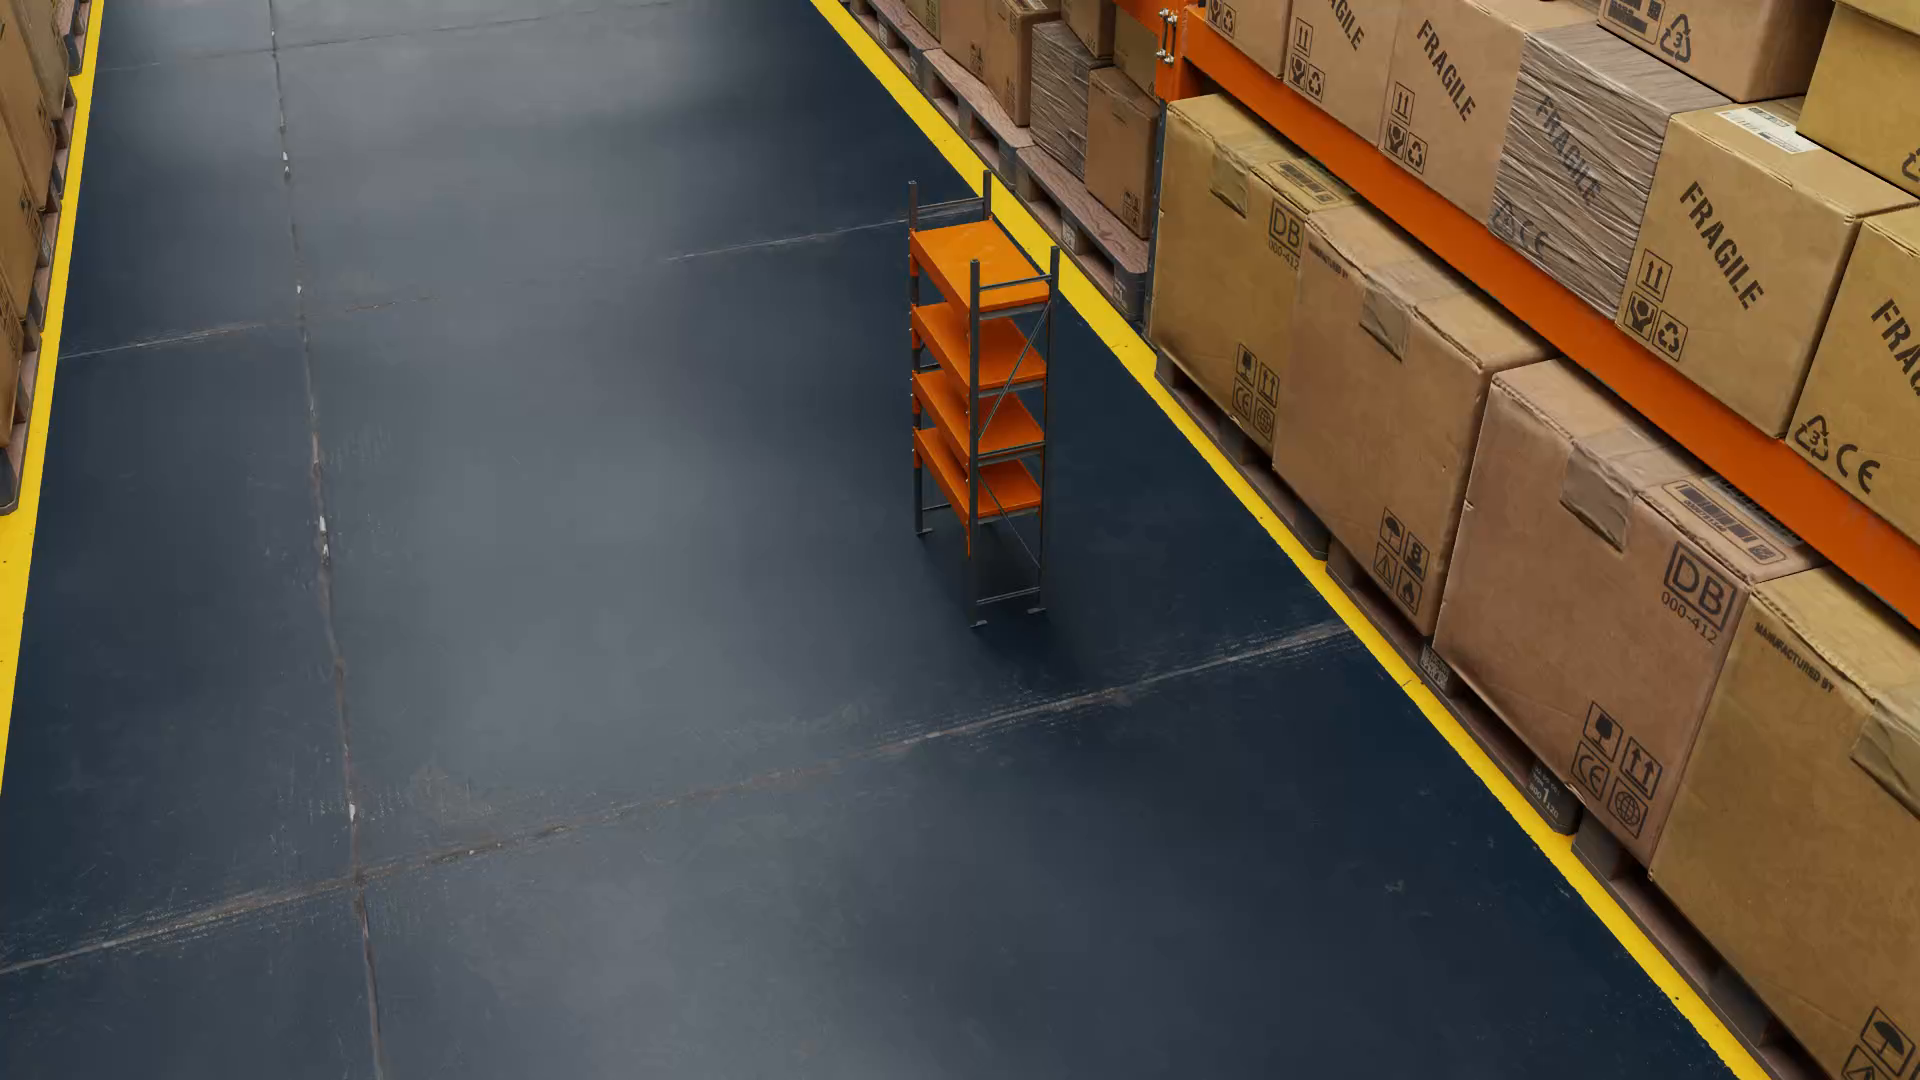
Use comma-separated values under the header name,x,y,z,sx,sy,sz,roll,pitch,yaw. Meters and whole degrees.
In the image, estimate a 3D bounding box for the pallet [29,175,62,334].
name,x,y,z,sx,sy,sz,roll,pitch,yaw
pallet,-4.135,-1.095,6.528,1.003,0.211,1.213,-12,39,-16

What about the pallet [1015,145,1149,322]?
name,x,y,z,sx,sy,sz,roll,pitch,yaw
pallet,0.906,-1.357,6.876,1.003,0.211,1.213,-12,39,-16

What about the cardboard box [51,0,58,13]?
name,x,y,z,sx,sy,sz,roll,pitch,yaw
cardboard box,-5.046,-3.008,8.167,0.875,0.875,0.875,-12,39,-15

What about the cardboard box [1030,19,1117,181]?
name,x,y,z,sx,sy,sz,roll,pitch,yaw
cardboard box,0.721,-1.891,6.980,0.700,0.500,0.500,-16,40,-20

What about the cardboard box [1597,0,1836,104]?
name,x,y,z,sx,sy,sz,roll,pitch,yaw
cardboard box,1.868,-1.307,3.575,0.797,0.503,0.637,-11,38,-14

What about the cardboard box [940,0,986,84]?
name,x,y,z,sx,sy,sz,roll,pitch,yaw
cardboard box,0.327,-2.525,7.822,0.700,0.500,0.500,-16,40,-20

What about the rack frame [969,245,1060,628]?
name,x,y,z,sx,sy,sz,roll,pitch,yaw
rack frame,0.141,-0.248,4.582,0.240,1.200,0.015,-12,39,-16

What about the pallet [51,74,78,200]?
name,x,y,z,sx,sy,sz,roll,pitch,yaw
pallet,-4.559,-1.785,7.444,1.003,0.211,1.213,-12,39,-16

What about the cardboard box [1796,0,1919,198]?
name,x,y,z,sx,sy,sz,roll,pitch,yaw
cardboard box,2.097,-0.959,3.114,0.797,0.503,0.637,-12,39,-15

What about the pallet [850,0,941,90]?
name,x,y,z,sx,sy,sz,roll,pitch,yaw
pallet,0.066,-2.735,8.706,1.003,0.211,1.213,-12,39,-16

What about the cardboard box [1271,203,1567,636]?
name,x,y,z,sx,sy,sz,roll,pitch,yaw
cardboard box,1.691,-0.449,4.770,1.225,0.875,0.875,-12,39,-16

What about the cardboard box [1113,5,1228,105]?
name,x,y,z,sx,sy,sz,roll,pitch,yaw
cardboard box,0.914,-1.878,6.339,0.500,0.250,0.500,-11,38,-14

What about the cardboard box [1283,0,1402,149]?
name,x,y,z,sx,sy,sz,roll,pitch,yaw
cardboard box,1.265,-1.447,4.595,0.500,0.500,0.500,-13,39,-17

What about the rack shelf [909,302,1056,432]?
name,x,y,z,sx,sy,sz,roll,pitch,yaw
rack shelf,0.057,-0.511,4.671,0.258,0.148,0.480,-12,39,-16

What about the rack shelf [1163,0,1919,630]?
name,x,y,z,sx,sy,sz,roll,pitch,yaw
rack shelf,1.861,-0.612,4.167,1.077,0.370,4.000,-12,39,-16

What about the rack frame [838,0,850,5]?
name,x,y,z,sx,sy,sz,roll,pitch,yaw
rack frame,-0.203,-4.289,8.451,1.000,3.000,0.127,-12,39,-16

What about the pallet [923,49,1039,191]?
name,x,y,z,sx,sy,sz,roll,pitch,yaw
pallet,0.490,-2.045,7.790,1.003,0.211,1.213,-12,39,-16

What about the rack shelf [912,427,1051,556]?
name,x,y,z,sx,sy,sz,roll,pitch,yaw
rack shelf,0.057,-0.173,4.925,0.258,0.148,0.480,-12,39,-16

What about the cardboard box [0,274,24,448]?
name,x,y,z,sx,sy,sz,roll,pitch,yaw
cardboard box,-3.644,-0.691,5.195,1.050,0.750,0.750,-13,39,-17

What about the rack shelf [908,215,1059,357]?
name,x,y,z,sx,sy,sz,roll,pitch,yaw
rack shelf,0.057,-0.700,4.528,0.258,0.148,0.480,-12,39,-16

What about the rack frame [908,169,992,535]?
name,x,y,z,sx,sy,sz,roll,pitch,yaw
rack frame,-0.027,-0.524,4.948,0.240,1.200,0.015,-12,39,-16

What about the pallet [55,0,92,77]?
name,x,y,z,sx,sy,sz,roll,pitch,yaw
pallet,-5.083,-2.651,8.594,1.003,0.211,1.213,-12,39,-16

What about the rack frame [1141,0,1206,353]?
name,x,y,z,sx,sy,sz,roll,pitch,yaw
rack frame,1.173,-2.029,5.451,1.000,3.000,0.127,-12,39,-16

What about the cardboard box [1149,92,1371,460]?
name,x,y,z,sx,sy,sz,roll,pitch,yaw
cardboard box,1.391,-0.954,5.440,1.225,0.875,0.875,-14,39,-18

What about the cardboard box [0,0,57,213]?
name,x,y,z,sx,sy,sz,roll,pitch,yaw
cardboard box,-4.269,-1.710,6.548,1.050,0.750,0.750,-12,39,-16

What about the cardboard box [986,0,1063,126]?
name,x,y,z,sx,sy,sz,roll,pitch,yaw
cardboard box,0.519,-2.210,7.403,0.700,0.500,0.500,-9,38,-12

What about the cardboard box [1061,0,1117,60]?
name,x,y,z,sx,sy,sz,roll,pitch,yaw
cardboard box,0.722,-2.176,6.734,0.500,0.250,0.500,-8,38,-11

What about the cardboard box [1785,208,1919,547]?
name,x,y,z,sx,sy,sz,roll,pitch,yaw
cardboard box,1.968,-0.298,3.069,0.500,0.500,0.500,-11,38,-15

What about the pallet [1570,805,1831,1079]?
name,x,y,z,sx,sy,sz,roll,pitch,yaw
pallet,2.213,0.924,3.848,1.003,0.211,1.213,-12,39,-16

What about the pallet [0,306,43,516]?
name,x,y,z,sx,sy,sz,roll,pitch,yaw
pallet,-3.719,-0.406,5.614,1.003,0.211,1.213,-12,39,-16

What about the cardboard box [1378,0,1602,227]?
name,x,y,z,sx,sy,sz,roll,pitch,yaw
cardboard box,1.444,-1.159,4.212,0.500,0.500,0.500,-13,39,-17

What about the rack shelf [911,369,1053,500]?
name,x,y,z,sx,sy,sz,roll,pitch,yaw
rack shelf,0.057,-0.332,4.805,0.258,0.148,0.480,-12,39,-16

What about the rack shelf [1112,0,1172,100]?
name,x,y,z,sx,sy,sz,roll,pitch,yaw
rack shelf,0.485,-2.872,7.167,1.077,0.370,4.000,-12,39,-16

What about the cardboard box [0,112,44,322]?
name,x,y,z,sx,sy,sz,roll,pitch,yaw
cardboard box,-3.948,-1.184,5.850,1.050,0.750,0.750,-12,39,-15

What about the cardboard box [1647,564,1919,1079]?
name,x,y,z,sx,sy,sz,roll,pitch,yaw
cardboard box,2.311,0.554,3.438,1.225,0.875,0.875,-12,39,-16

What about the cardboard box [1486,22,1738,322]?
name,x,y,z,sx,sy,sz,roll,pitch,yaw
cardboard box,1.614,-0.876,3.836,0.500,0.500,0.500,-12,39,-16

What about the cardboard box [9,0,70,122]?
name,x,y,z,sx,sy,sz,roll,pitch,yaw
cardboard box,-4.597,-2.256,7.273,1.050,0.750,0.750,-13,39,-16

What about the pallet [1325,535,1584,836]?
name,x,y,z,sx,sy,sz,roll,pitch,yaw
pallet,1.790,0.234,4.764,1.003,0.211,1.213,-12,39,-16

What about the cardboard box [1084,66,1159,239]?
name,x,y,z,sx,sy,sz,roll,pitch,yaw
cardboard box,0.924,-1.581,6.567,0.700,0.500,0.500,-14,39,-18

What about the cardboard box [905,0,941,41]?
name,x,y,z,sx,sy,sz,roll,pitch,yaw
cardboard box,0.134,-2.841,8.241,0.700,0.500,0.500,-13,39,-16

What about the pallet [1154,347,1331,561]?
name,x,y,z,sx,sy,sz,roll,pitch,yaw
pallet,1.374,-0.454,5.678,1.003,0.211,1.213,-12,39,-16

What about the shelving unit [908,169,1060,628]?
name,x,y,z,sx,sy,sz,roll,pitch,yaw
shelving unit,0.057,-0.386,4.765,0.258,1.200,0.503,-12,39,-16

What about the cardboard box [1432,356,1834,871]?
name,x,y,z,sx,sy,sz,roll,pitch,yaw
cardboard box,2.002,0.049,4.108,1.225,0.875,0.875,-14,39,-18

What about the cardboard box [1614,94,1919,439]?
name,x,y,z,sx,sy,sz,roll,pitch,yaw
cardboard box,1.782,-0.592,3.459,0.500,0.500,0.500,-13,39,-16

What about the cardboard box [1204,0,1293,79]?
name,x,y,z,sx,sy,sz,roll,pitch,yaw
cardboard box,1.085,-1.738,4.981,0.500,0.500,0.500,-11,38,-15
